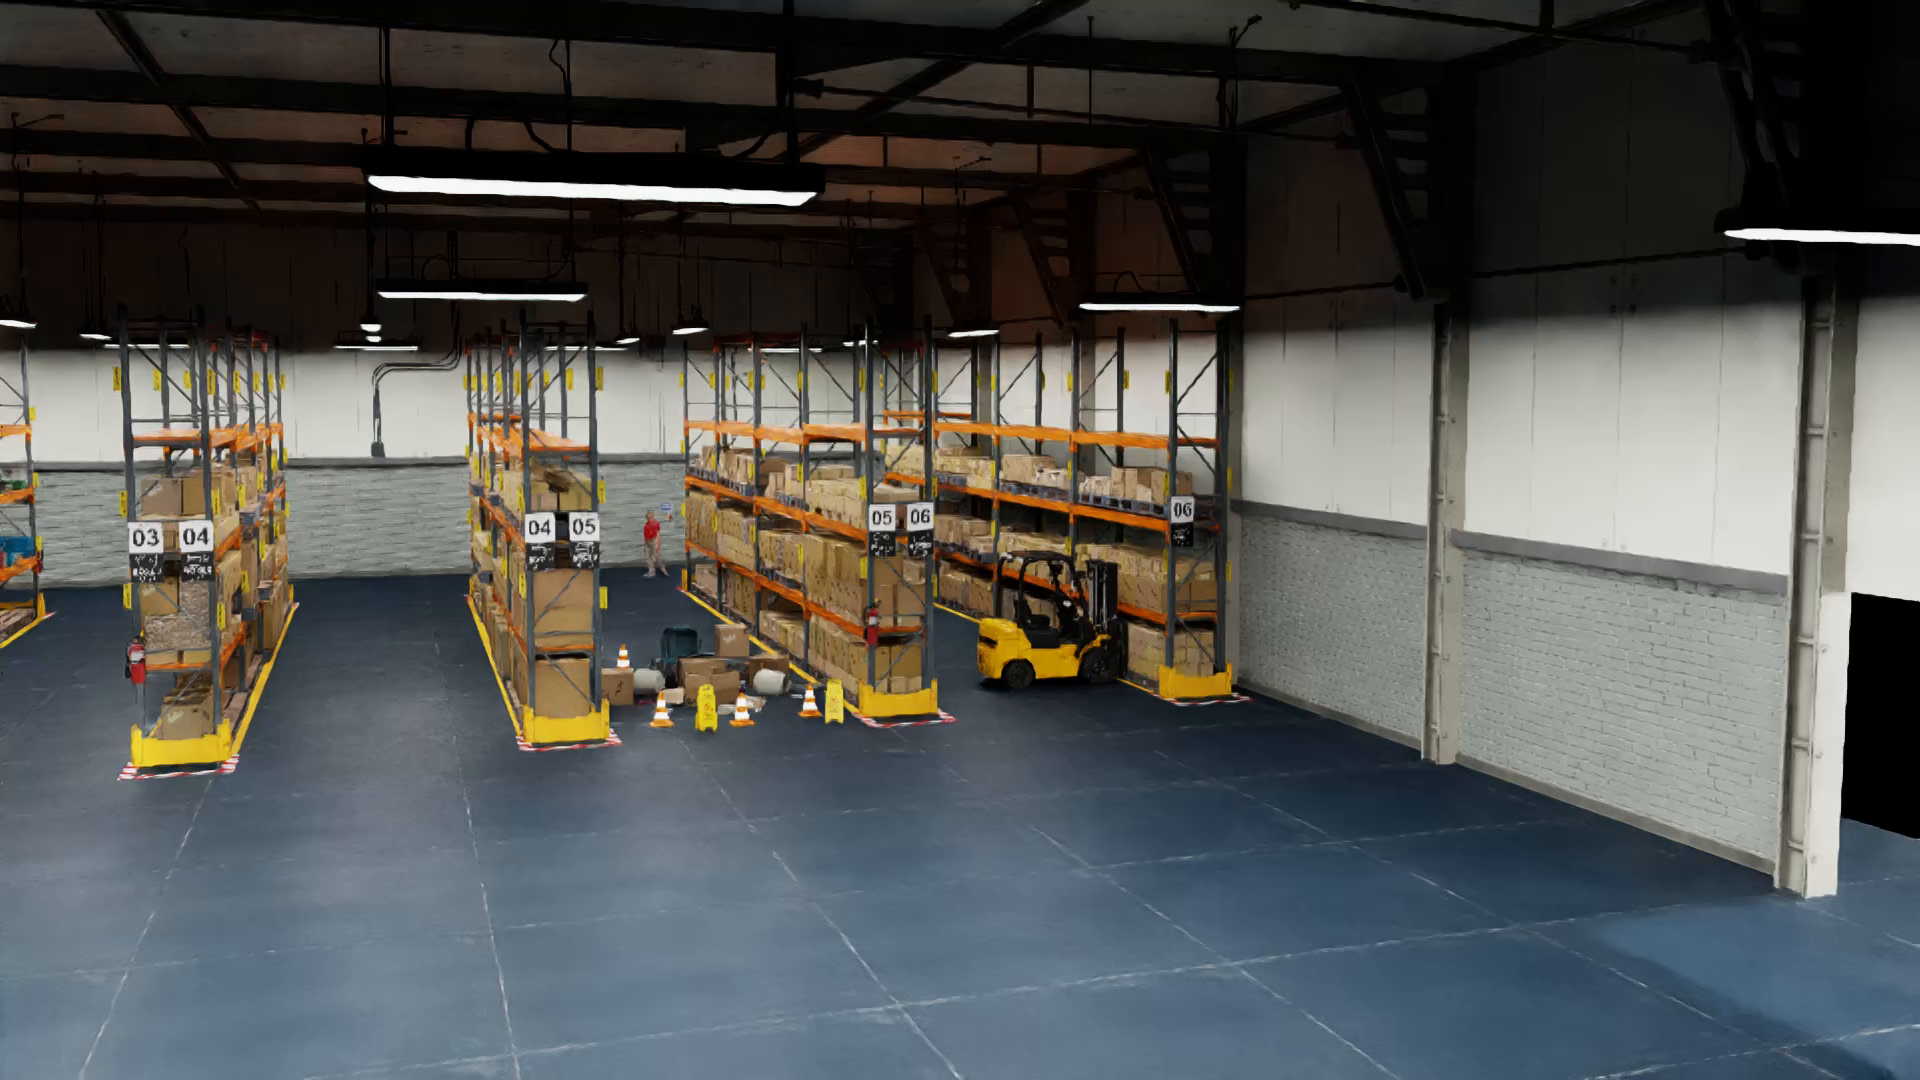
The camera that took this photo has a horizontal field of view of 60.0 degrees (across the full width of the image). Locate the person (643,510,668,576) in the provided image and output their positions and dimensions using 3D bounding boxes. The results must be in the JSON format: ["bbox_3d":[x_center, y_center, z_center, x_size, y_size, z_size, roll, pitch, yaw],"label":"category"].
[{"bbox_3d":[-7.900,0.076,43.010,0.653,1.716,0.554,5,7,43],"label":"person"}]
